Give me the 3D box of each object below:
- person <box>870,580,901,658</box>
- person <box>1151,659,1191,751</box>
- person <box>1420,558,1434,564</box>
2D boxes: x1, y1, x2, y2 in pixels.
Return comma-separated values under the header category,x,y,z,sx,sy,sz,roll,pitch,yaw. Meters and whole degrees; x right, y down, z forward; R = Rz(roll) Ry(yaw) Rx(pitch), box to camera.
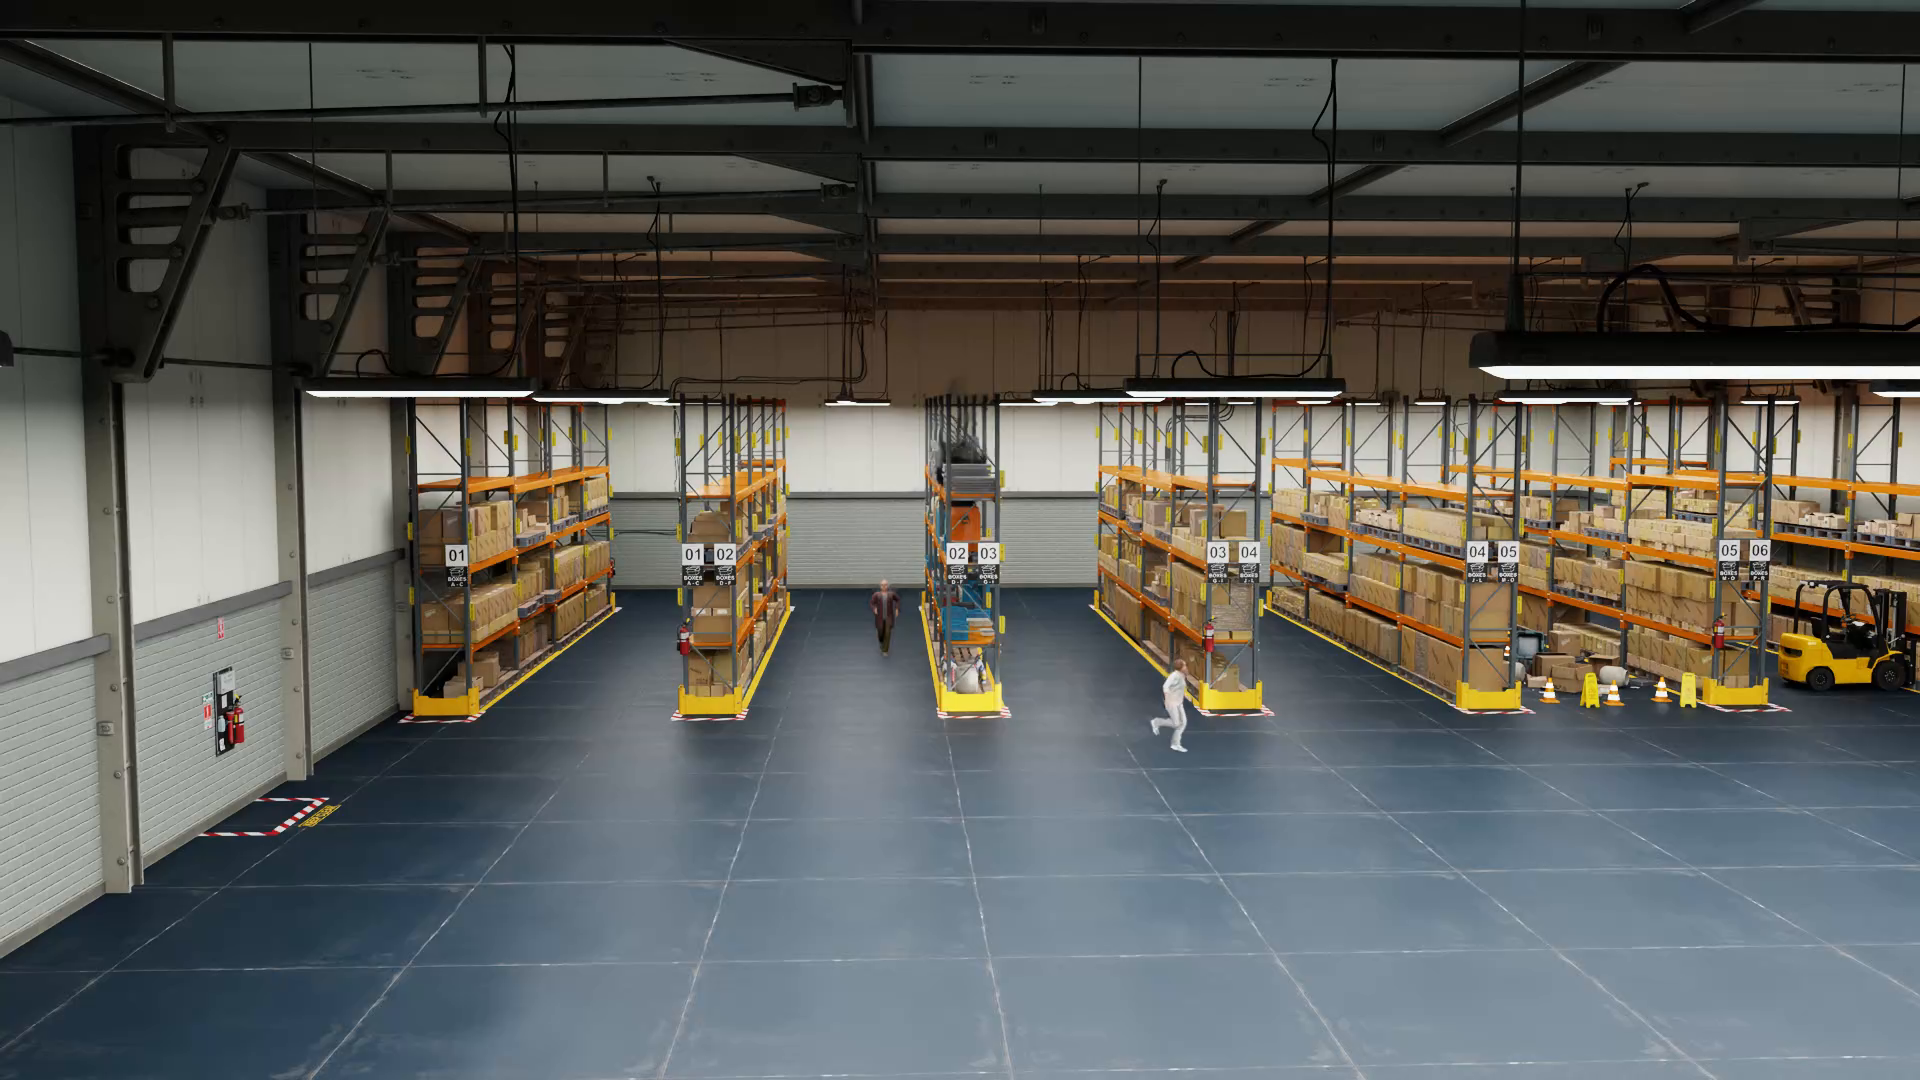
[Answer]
category,x,y,z,sx,sy,sz,roll,pitch,yaw
person,-1.736,1.810,38.558,0.725,1.753,0.984,0,5,-2
person,3.542,2.762,27.956,0.662,1.561,0.565,3,5,31
person,13.860,0.958,49.433,0.797,1.767,0.701,1,5,13
